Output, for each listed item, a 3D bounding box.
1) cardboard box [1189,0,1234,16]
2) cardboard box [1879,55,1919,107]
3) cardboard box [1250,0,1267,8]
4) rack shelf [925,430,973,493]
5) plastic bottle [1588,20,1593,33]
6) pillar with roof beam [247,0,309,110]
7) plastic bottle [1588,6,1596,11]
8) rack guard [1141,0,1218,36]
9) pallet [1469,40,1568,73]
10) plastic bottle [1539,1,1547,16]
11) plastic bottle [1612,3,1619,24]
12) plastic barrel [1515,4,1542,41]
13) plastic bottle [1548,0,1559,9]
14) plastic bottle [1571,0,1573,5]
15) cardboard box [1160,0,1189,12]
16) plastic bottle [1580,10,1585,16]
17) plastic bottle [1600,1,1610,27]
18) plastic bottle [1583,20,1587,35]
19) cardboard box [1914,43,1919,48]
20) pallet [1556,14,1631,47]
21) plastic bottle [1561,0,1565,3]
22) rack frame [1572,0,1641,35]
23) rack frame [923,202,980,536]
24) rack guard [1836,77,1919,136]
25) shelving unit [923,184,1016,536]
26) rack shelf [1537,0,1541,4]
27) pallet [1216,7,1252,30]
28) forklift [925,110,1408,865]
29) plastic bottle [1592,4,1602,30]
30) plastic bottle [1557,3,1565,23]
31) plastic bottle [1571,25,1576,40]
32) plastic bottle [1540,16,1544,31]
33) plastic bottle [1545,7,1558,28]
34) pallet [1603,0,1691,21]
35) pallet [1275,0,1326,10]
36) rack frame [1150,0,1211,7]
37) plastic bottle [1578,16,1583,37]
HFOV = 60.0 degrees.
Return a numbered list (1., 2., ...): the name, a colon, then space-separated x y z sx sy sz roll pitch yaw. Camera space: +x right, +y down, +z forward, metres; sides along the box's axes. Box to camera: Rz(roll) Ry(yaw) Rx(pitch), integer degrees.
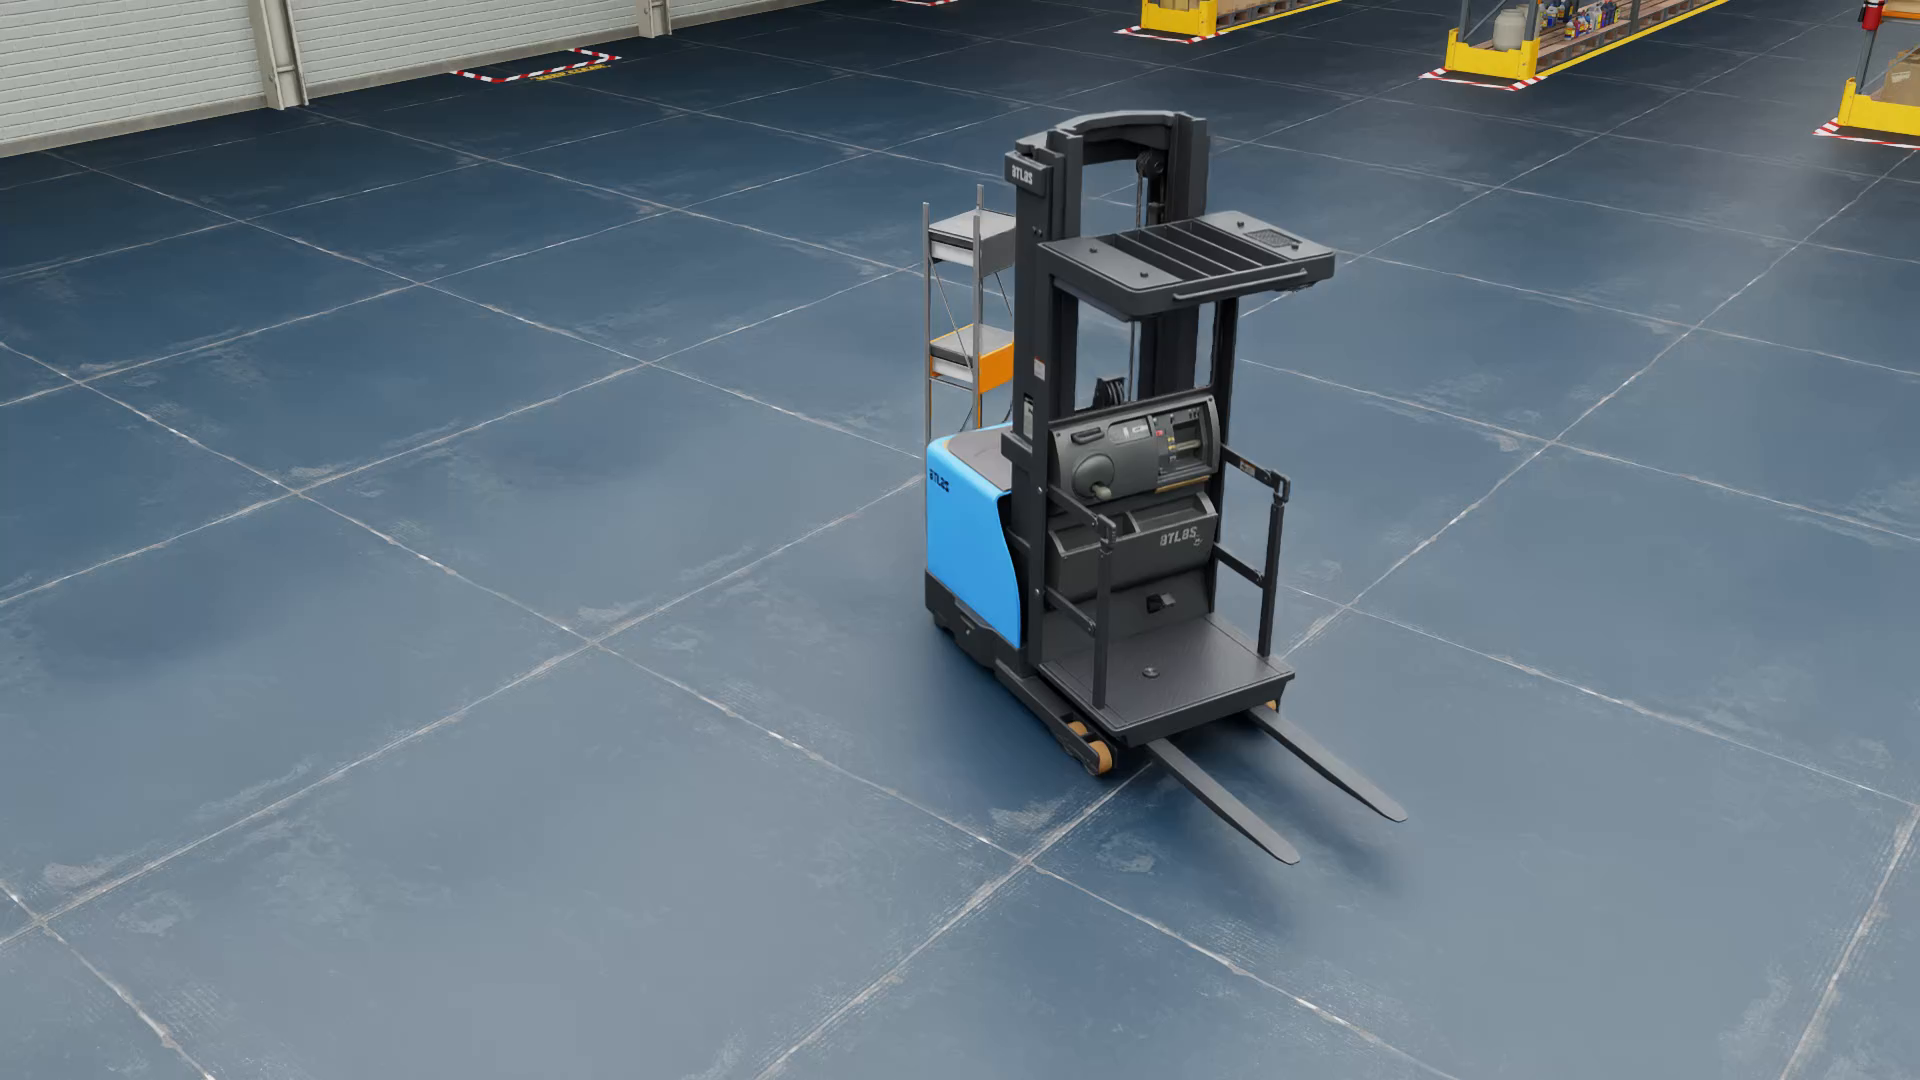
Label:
1. cardboard box: 3.823 -8.142 25.261 0.500 0.250 0.500 21 34 34
2. cardboard box: 11.362 -5.448 19.781 0.500 0.500 0.500 -21 34 -35
3. cardboard box: 4.457 -8.498 25.948 0.500 0.250 0.500 21 34 34
4. rack shelf: 0.105 -0.357 10.209 0.431 0.518 0.480 21 34 34
5. plastic bottle: 8.999 -7.372 23.803 0.097 0.201 0.097 0 27 0
6. pillar with roof beam: -5.048 -8.151 16.213 9.100 9.000 0.400 21 34 34
7. plastic bottle: 9.235 -7.661 24.279 0.152 0.276 0.135 21 34 34
8. rack guard: 3.295 -7.933 25.041 1.175 0.500 0.348 21 34 34
9. pallet: 7.663 -6.692 22.956 1.003 0.211 1.213 21 34 34
10. plastic bottle: 8.450 -7.658 24.192 0.144 0.351 0.185 20 34 34
11. plastic bottle: 9.623 -7.743 24.431 0.061 0.283 0.133 23 35 37
12. plastic barrel: 7.809 -7.118 22.995 0.421 0.512 0.421 0 27 0
13. plastic bottle: 8.721 -7.808 24.483 0.144 0.351 0.185 19 33 32
14. plastic bottle: 9.031 -7.872 24.679 0.061 0.283 0.133 21 34 34
15. cardboard box: 3.423 -8.294 25.553 0.500 0.250 0.500 21 34 34
16. plastic bottle: 8.971 -7.490 23.940 0.061 0.283 0.133 21 34 34
17. plastic bottle: 9.365 -7.660 24.196 0.144 0.351 0.185 19 33 32
18. plastic bottle: 8.869 -7.299 23.662 0.097 0.201 0.097 0 27 0
19. cardboard box: 12.129 -5.887 20.628 0.500 0.500 0.500 25 36 39
20. pallet: 9.215 -7.557 24.628 1.003 0.211 1.213 21 34 34
21. plastic bottle: 8.949 -7.899 24.741 0.152 0.276 0.135 22 35 36
22. rack frame: 9.674 -9.021 24.424 1.000 3.000 0.127 21 34 34
23. rack frame: -0.050 -0.905 9.714 0.400 2.100 0.015 21 34 34
24. rack guard: 11.000 -5.072 19.511 1.175 0.500 0.348 21 34 34
25. shelving unit: 0.105 -0.991 9.881 0.431 2.100 0.503 21 34 34
26. rack shelf: 8.402 -7.993 23.218 1.077 0.370 4.000 21 34 34
27. pallet: 3.764 -8.097 25.672 1.003 0.211 1.213 21 34 34
28. forklift: 0.962 -0.402 7.838 1.130 2.935 3.031 -14 31 -26
29. plastic bottle: 9.160 -7.545 23.974 0.144 0.351 0.185 21 34 34
30. plastic bottle: 8.842 -7.753 24.463 0.097 0.271 0.097 0 27 0
31. plastic bottle: 8.590 -7.144 23.362 0.097 0.201 0.097 0 27 0
32. plastic bottle: 8.338 -7.436 23.925 0.097 0.201 0.097 0 27 0
33. plastic bottle: 8.581 -7.590 24.143 0.152 0.276 0.135 21 34 34
34. pallet: 10.920 -8.507 26.465 1.003 0.211 1.213 21 34 34
35. pallet: 5.316 -8.962 27.344 1.003 0.211 1.213 21 34 34
36. rack frame: 3.310 -9.052 24.483 1.000 3.000 0.127 21 34 34
37. plastic bottle: 8.742 -7.260 23.510 0.097 0.271 0.097 0 27 0
